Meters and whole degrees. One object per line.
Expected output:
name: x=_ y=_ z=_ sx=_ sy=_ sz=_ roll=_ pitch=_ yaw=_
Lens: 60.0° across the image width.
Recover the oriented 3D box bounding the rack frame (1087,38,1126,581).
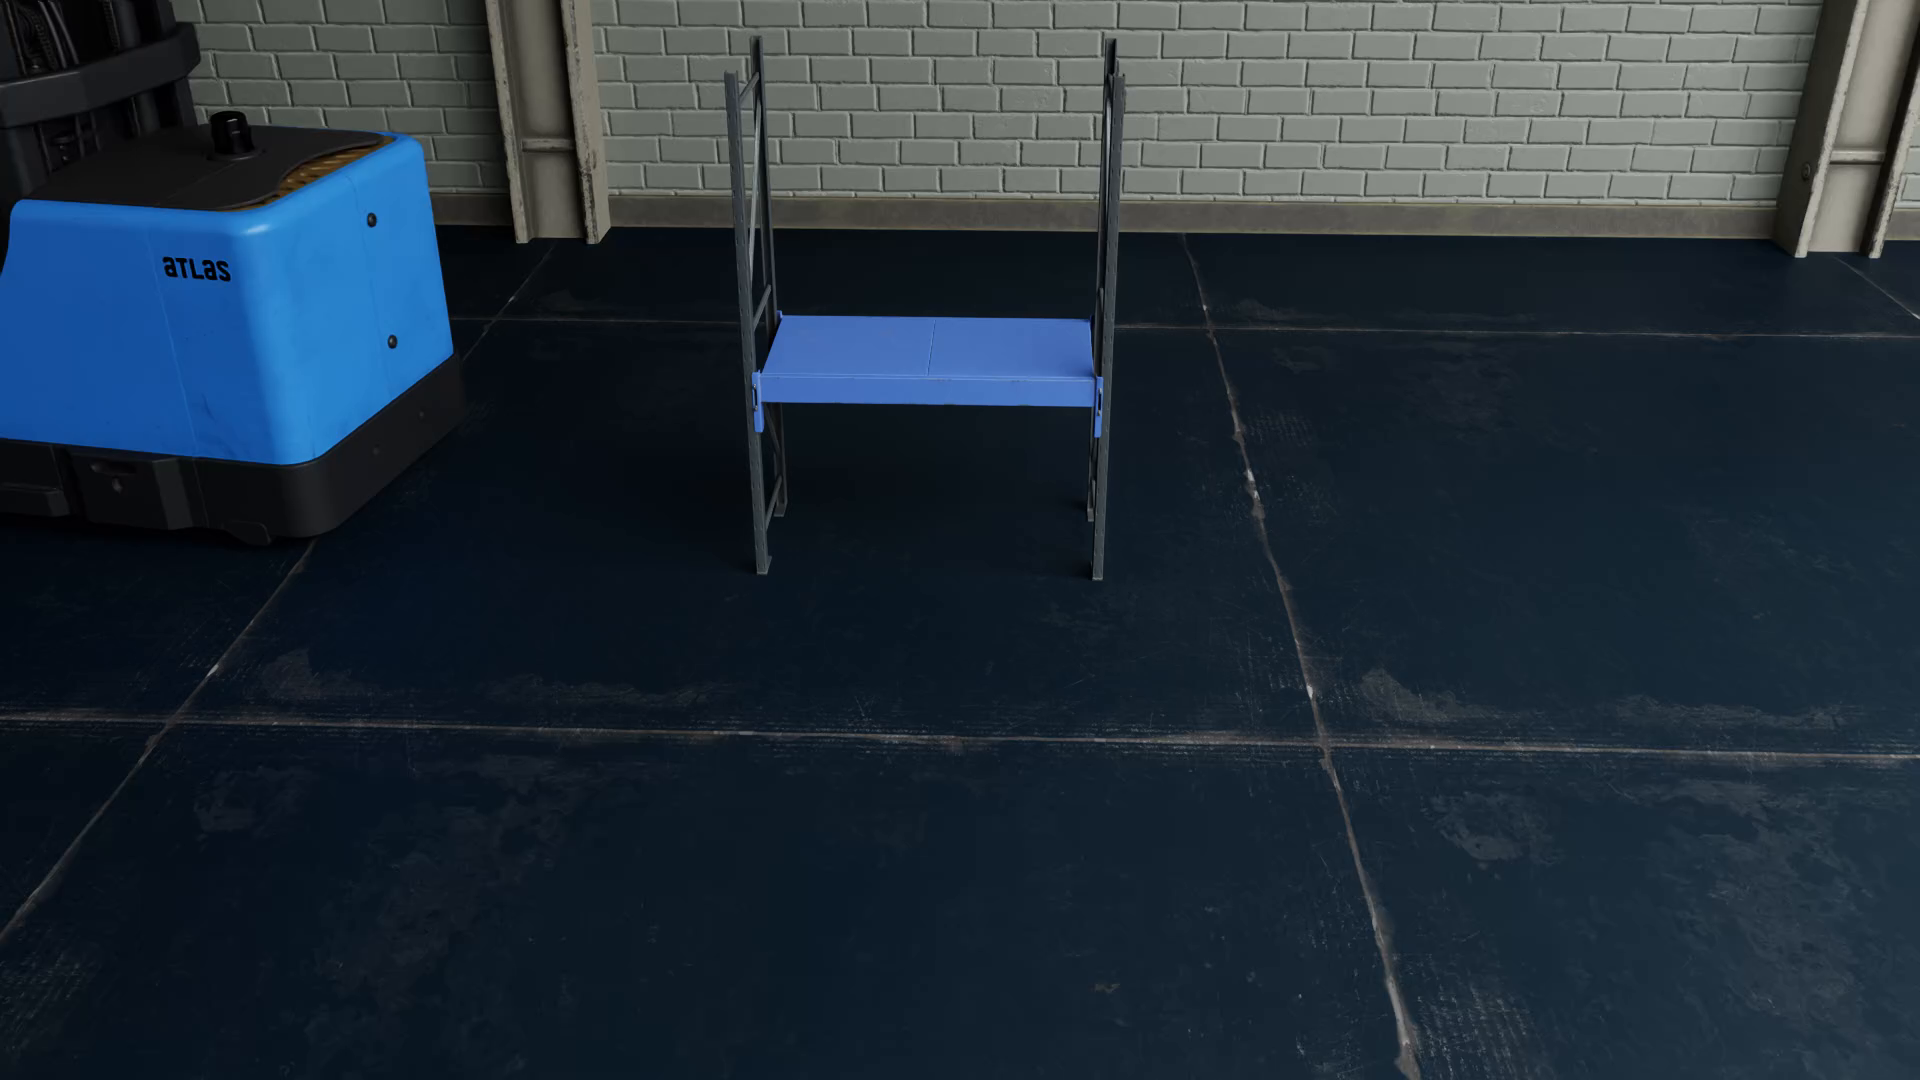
rack frame: x=0.423 y=-0.656 z=4.886 sx=0.032 sy=1.500 sz=0.500 roll=1 pitch=28 yaw=2

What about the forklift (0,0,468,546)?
forklift: x=-3.327 y=-1.616 z=5.168 sx=3.031 sy=2.935 sz=1.130 roll=6 pitch=28 yaw=11

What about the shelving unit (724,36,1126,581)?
shelving unit: x=-0.085 y=-0.664 z=4.901 sx=1.048 sy=1.500 sz=0.538 roll=1 pitch=28 yaw=2

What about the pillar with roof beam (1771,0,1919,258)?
pillar with roof beam: x=3.930 y=-3.345 z=1.952 sx=0.400 sy=9.000 sz=9.100 roll=1 pitch=28 yaw=2

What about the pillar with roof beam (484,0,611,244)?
pillar with roof beam: x=-2.067 y=-3.444 z=2.139 sx=0.400 sy=9.000 sz=9.100 roll=1 pitch=28 yaw=2

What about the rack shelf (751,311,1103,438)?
rack shelf: x=-0.085 y=-0.505 z=4.986 sx=1.000 sy=0.185 sz=0.538 roll=1 pitch=28 yaw=2

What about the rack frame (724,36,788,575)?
rack frame: x=-0.593 y=-0.672 z=4.917 sx=0.032 sy=1.500 sz=0.500 roll=1 pitch=28 yaw=2
